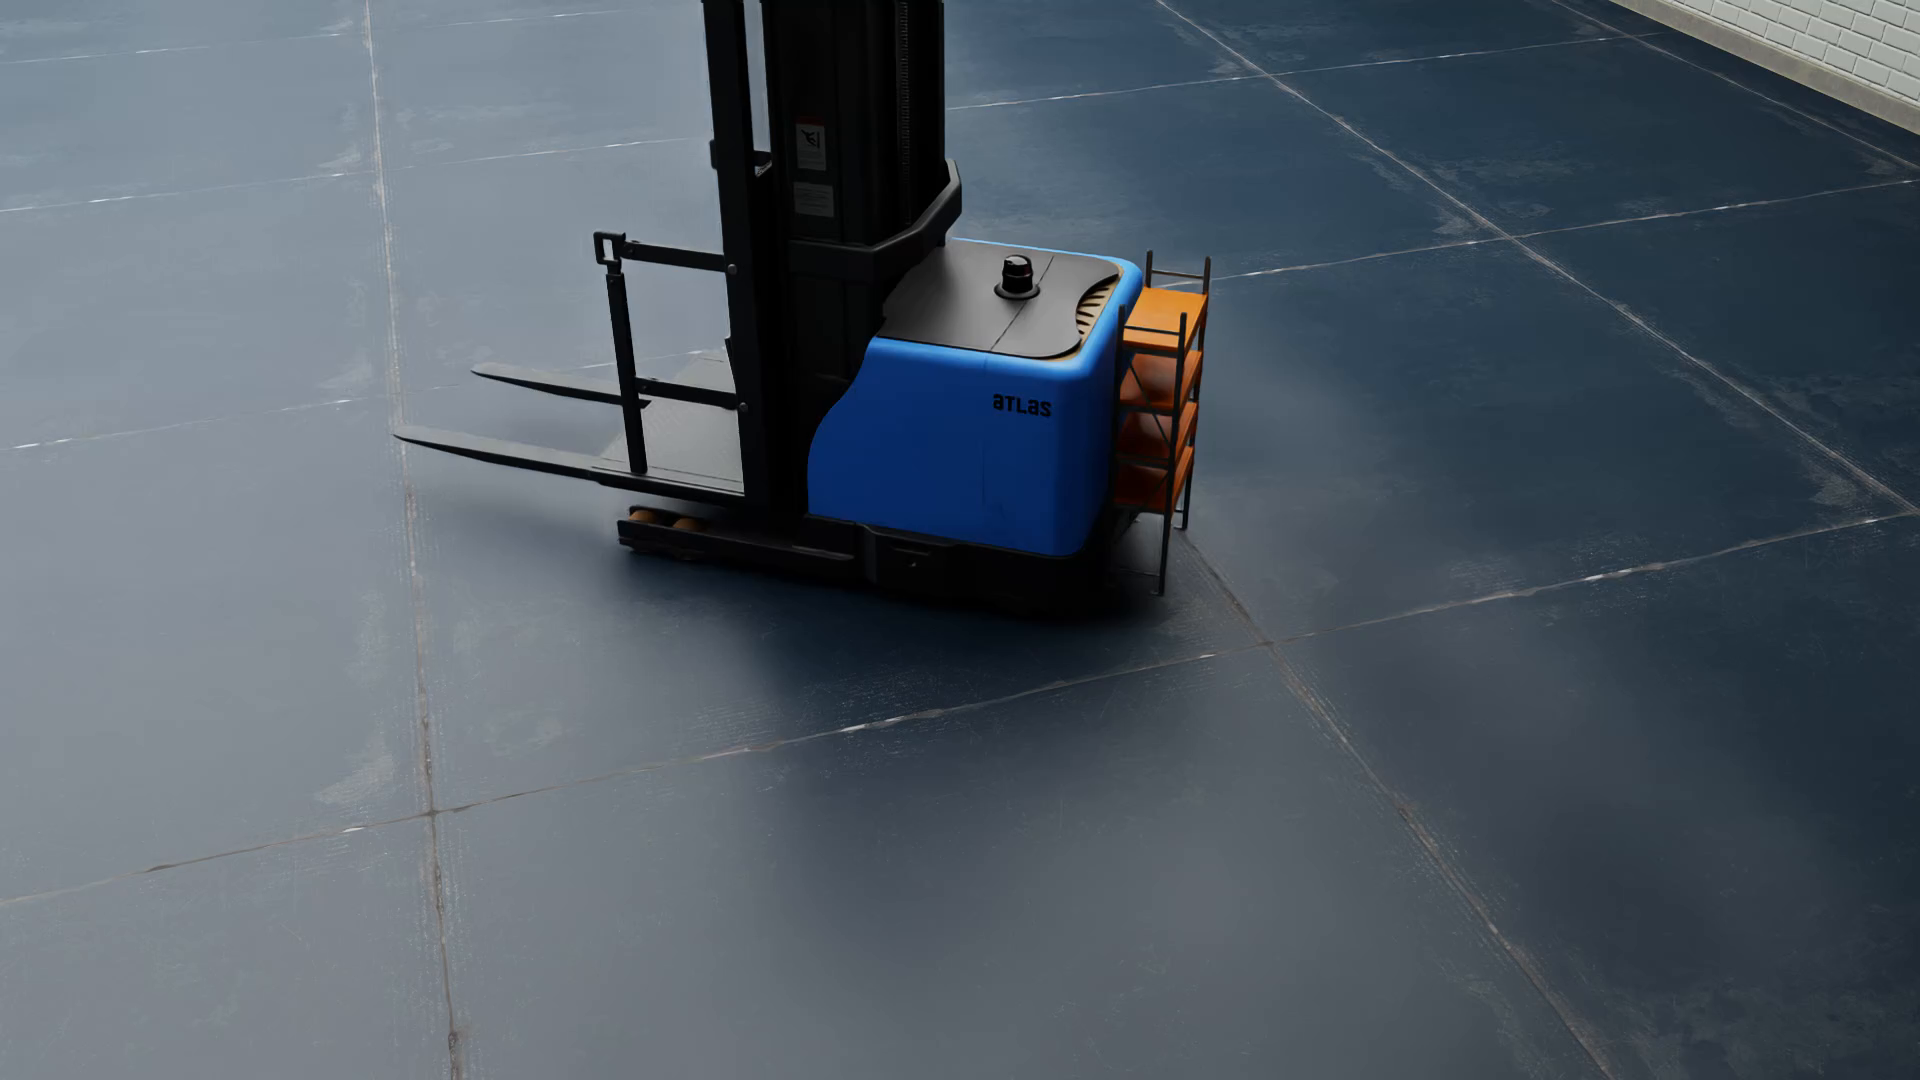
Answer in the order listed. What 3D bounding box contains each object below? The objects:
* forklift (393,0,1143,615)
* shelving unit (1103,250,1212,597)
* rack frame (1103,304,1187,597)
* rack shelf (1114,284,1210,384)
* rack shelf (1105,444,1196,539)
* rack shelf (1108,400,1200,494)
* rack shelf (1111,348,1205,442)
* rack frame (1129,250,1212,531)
[{"bbox_3d":[-0.853,-1.406,6.220,3.031,2.935,1.130,10,35,15],"label":"forklift"},{"bbox_3d":[0.744,-0.434,6.318,0.258,1.200,0.503,10,35,14],"label":"shelving unit"},{"bbox_3d":[0.672,-0.305,6.123,0.240,1.200,0.015,10,35,14],"label":"rack frame"},{"bbox_3d":[0.744,-0.762,6.101,0.258,0.148,0.480,10,35,14],"label":"rack shelf"},{"bbox_3d":[0.744,-0.212,6.465,0.258,0.148,0.480,10,35,14],"label":"rack shelf"},{"bbox_3d":[0.744,-0.378,6.355,0.258,0.148,0.480,10,35,14],"label":"rack shelf"},{"bbox_3d":[0.744,-0.564,6.232,0.258,0.148,0.480,10,35,14],"label":"rack shelf"},{"bbox_3d":[0.815,-0.562,6.513,0.240,1.200,0.015,10,35,14],"label":"rack frame"}]
